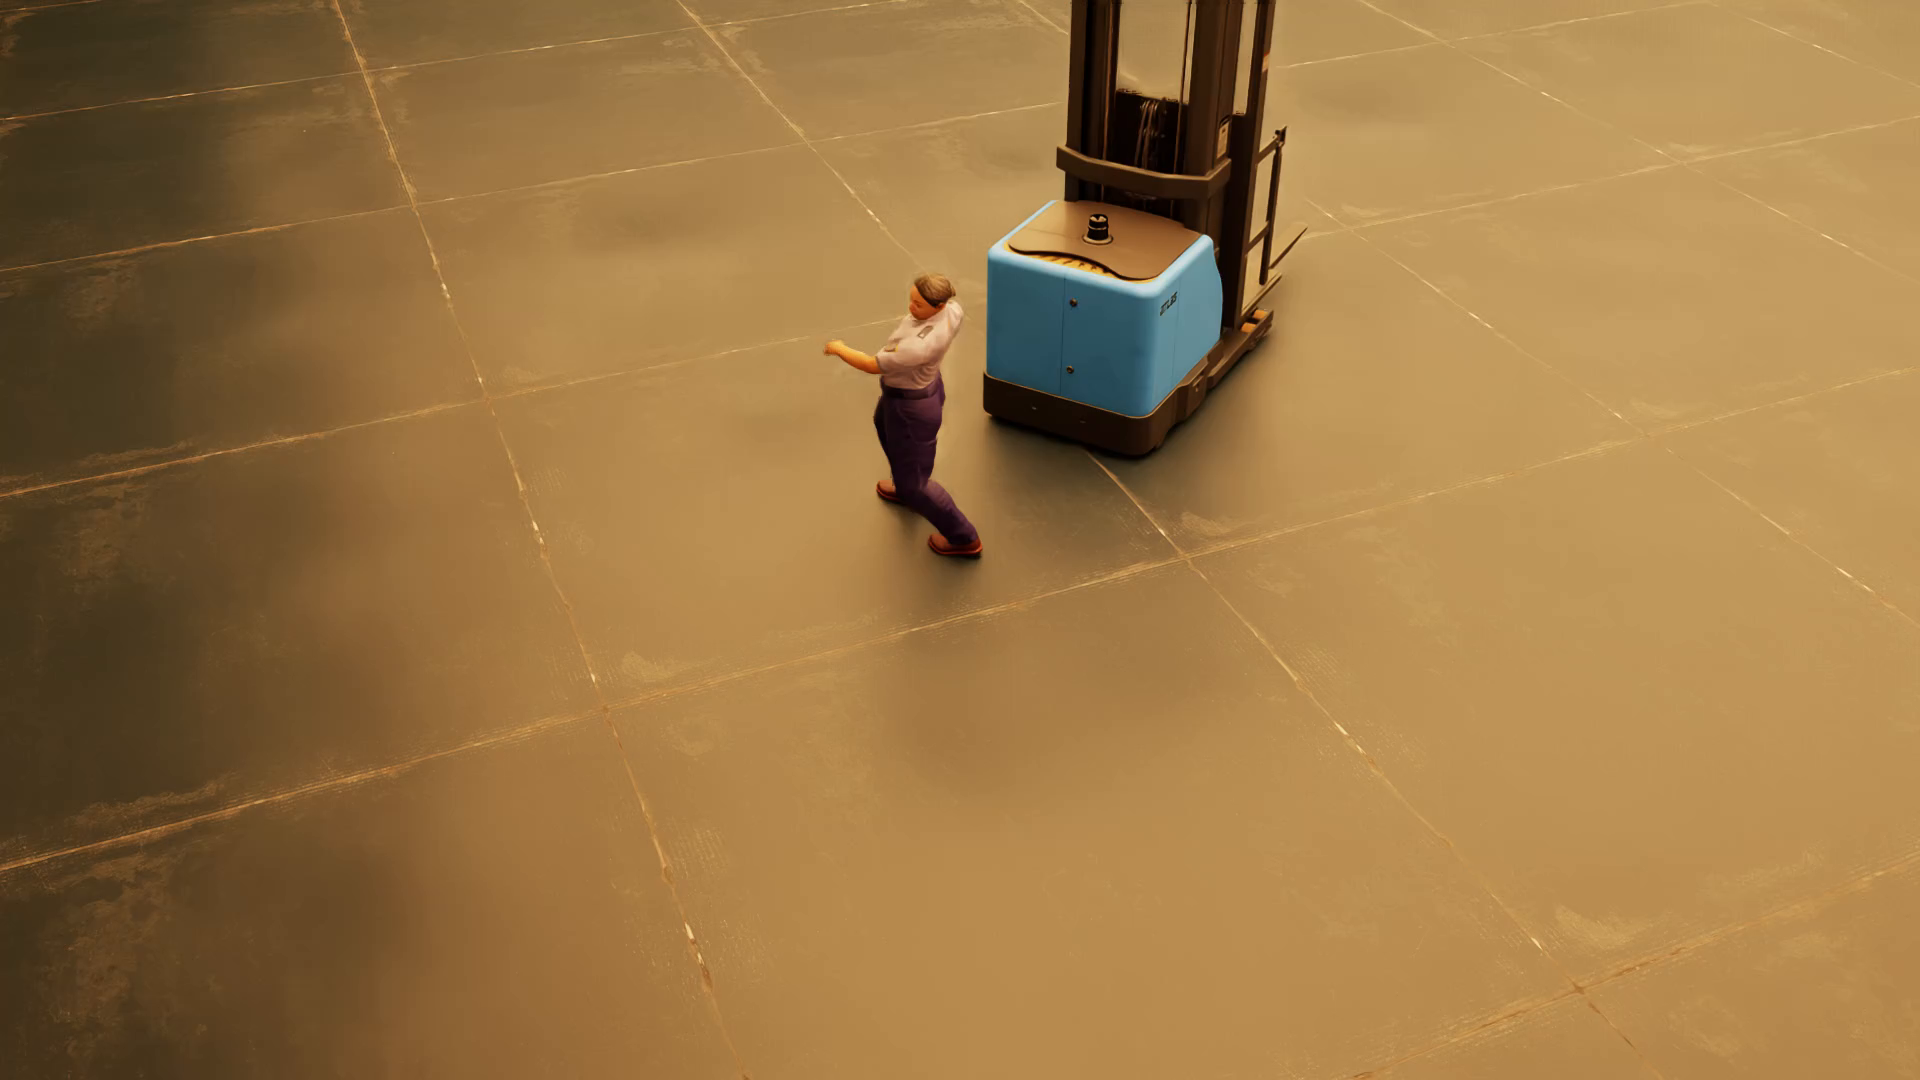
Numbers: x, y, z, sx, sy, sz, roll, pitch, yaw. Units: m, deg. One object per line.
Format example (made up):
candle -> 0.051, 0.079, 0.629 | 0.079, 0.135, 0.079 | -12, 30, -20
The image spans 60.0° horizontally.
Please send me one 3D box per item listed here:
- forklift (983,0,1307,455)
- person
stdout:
forklift -> 1.304, -2.491, 9.601 | 1.130, 2.935, 3.031 | 18, 39, 24
person -> -0.267, -0.729, 8.328 | 0.811, 1.532, 0.719 | 4, 36, 5
